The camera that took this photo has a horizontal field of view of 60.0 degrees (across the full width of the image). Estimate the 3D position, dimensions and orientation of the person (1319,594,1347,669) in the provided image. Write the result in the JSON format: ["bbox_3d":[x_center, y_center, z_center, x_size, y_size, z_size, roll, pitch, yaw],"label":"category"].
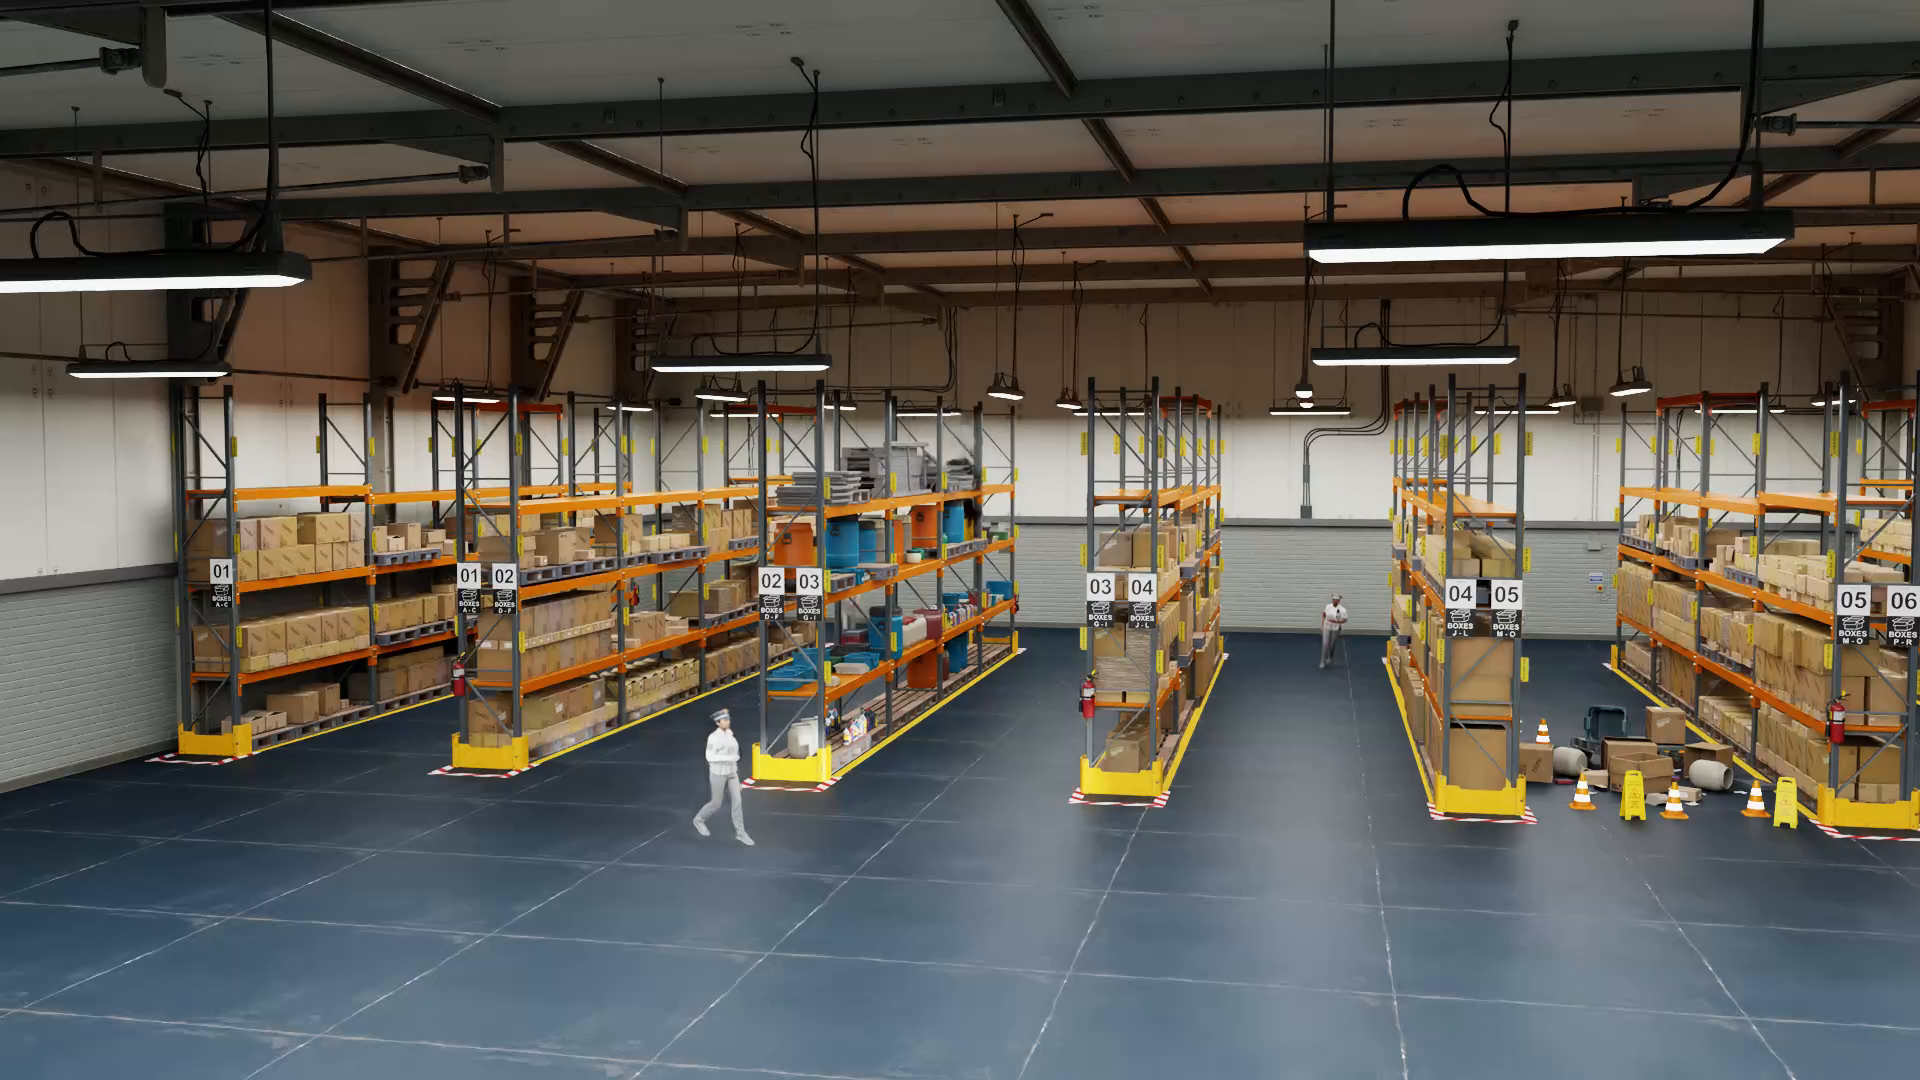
[{"bbox_3d":[8.512,2.063,37.829,0.592,1.710,0.842,1,3,22],"label":"person"}]

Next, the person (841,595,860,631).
[{"bbox_3d":[-2.603,1.745,38.742,0.581,1.667,0.895,0,3,4],"label":"person"}]

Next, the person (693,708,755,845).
[{"bbox_3d":[-2.983,2.960,20.943,0.920,1.701,0.612,2,4,33],"label":"person"}]
